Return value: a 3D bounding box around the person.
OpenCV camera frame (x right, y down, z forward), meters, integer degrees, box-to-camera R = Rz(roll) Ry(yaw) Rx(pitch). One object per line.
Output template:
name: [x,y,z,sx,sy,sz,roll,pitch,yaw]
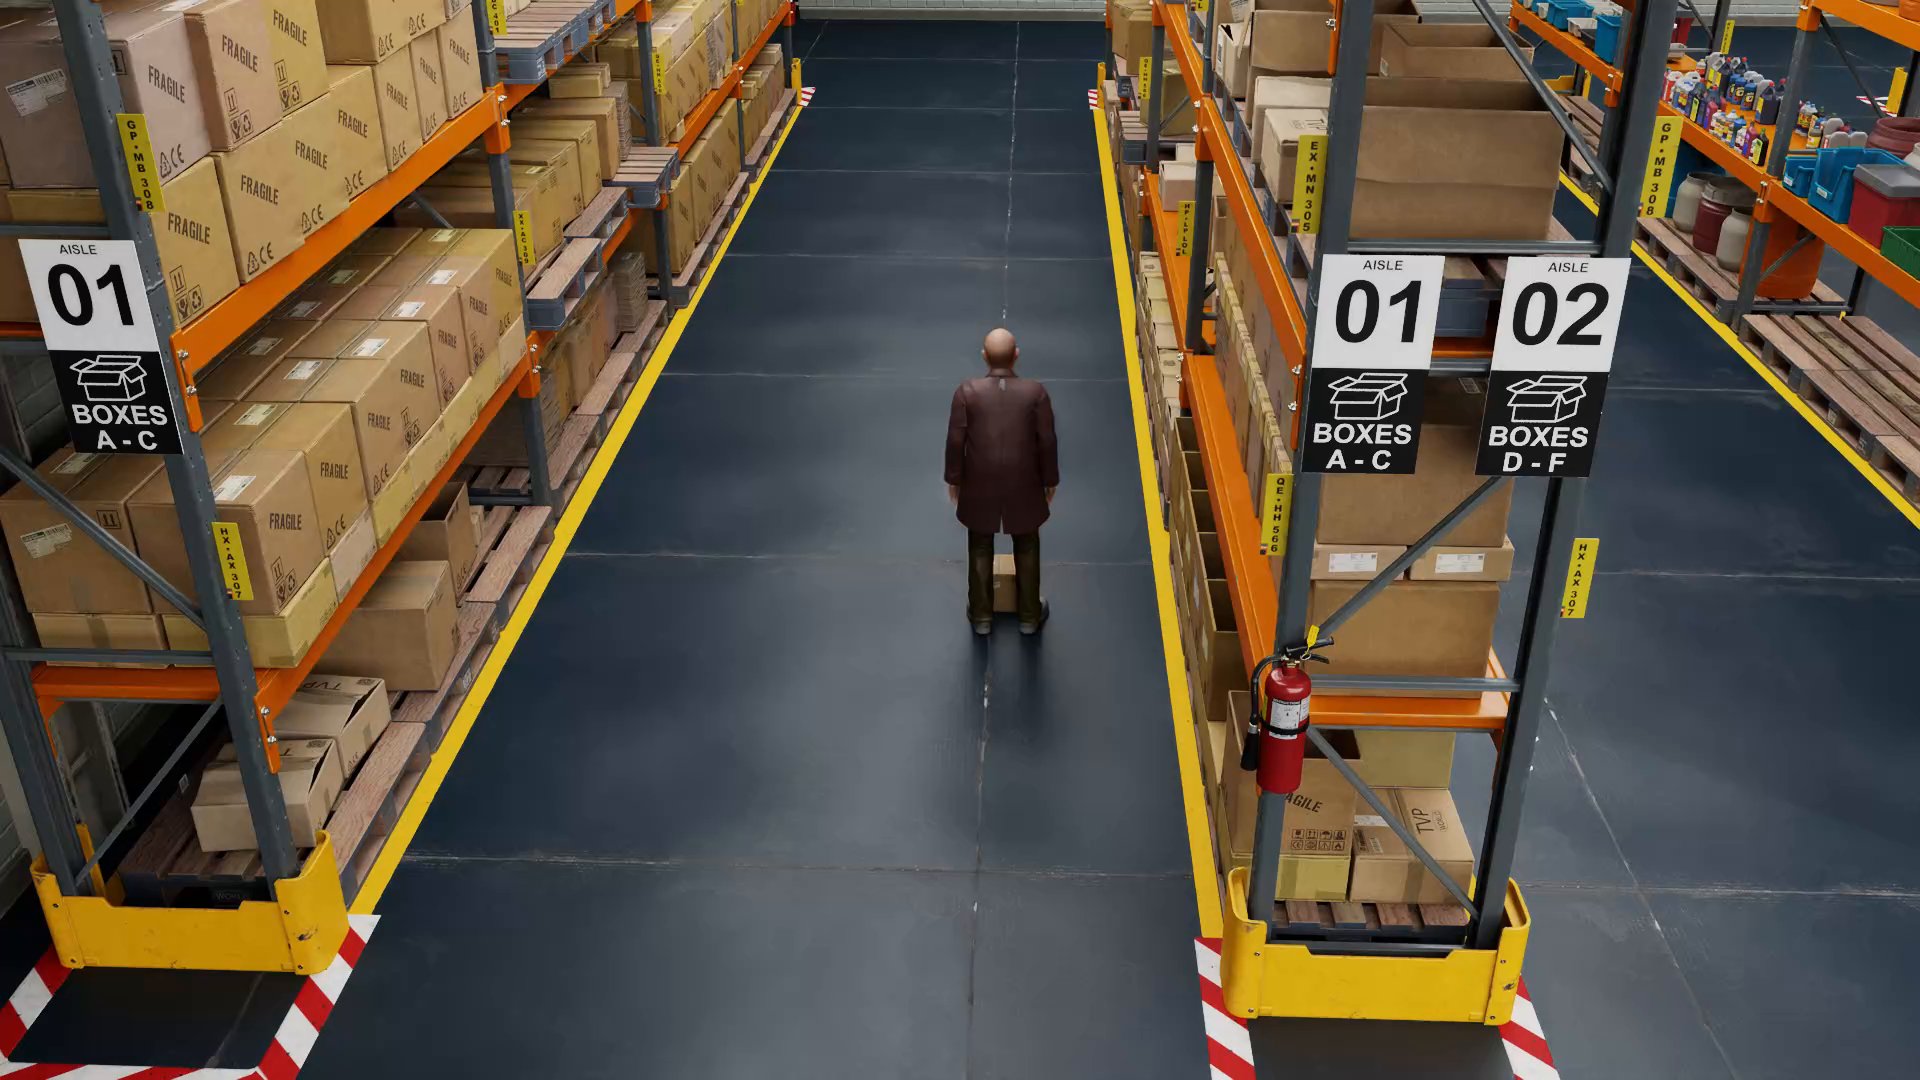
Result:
person: [0.232,-0.312,9.233,0.643,1.774,0.423,1,28,3]
